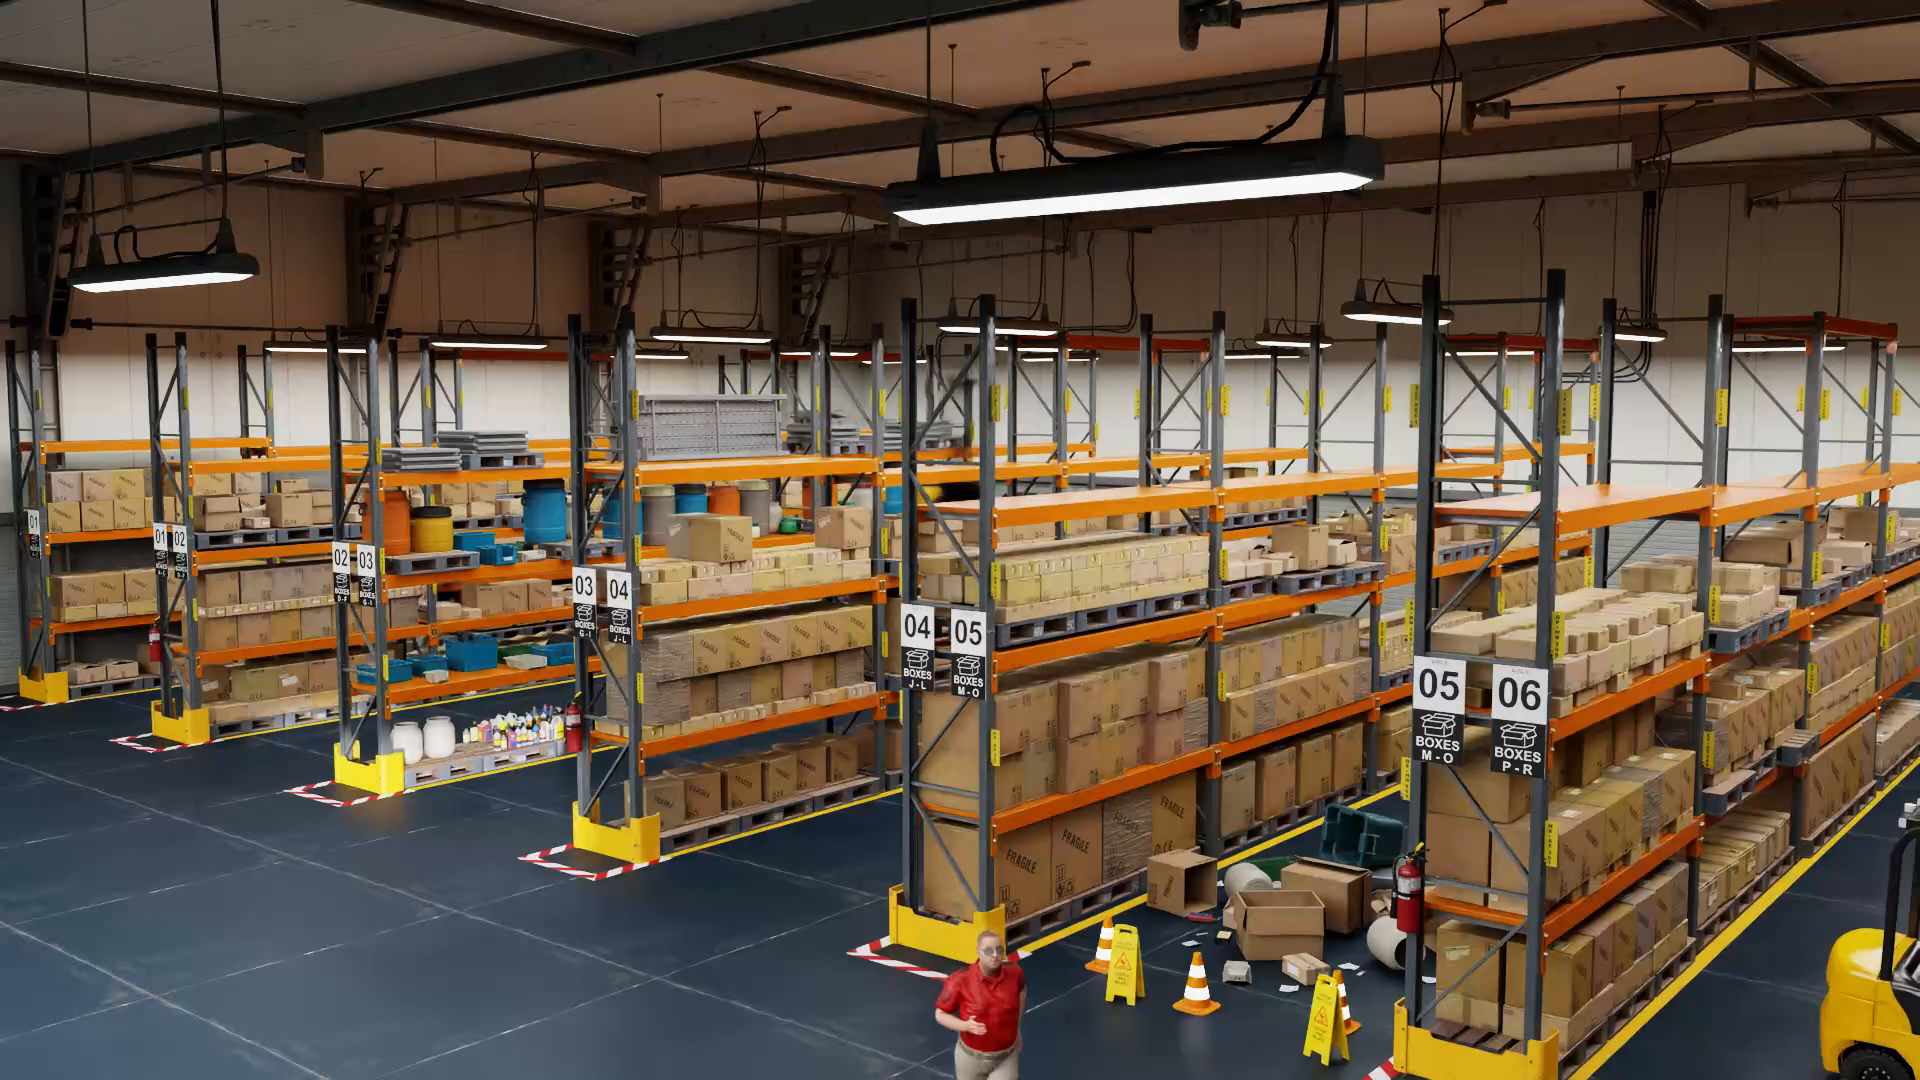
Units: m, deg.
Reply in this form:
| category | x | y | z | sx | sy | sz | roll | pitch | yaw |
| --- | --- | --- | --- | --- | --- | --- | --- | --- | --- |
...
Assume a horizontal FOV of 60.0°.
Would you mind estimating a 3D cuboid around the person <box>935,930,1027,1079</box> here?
| category | x | y | z | sx | sy | sz | roll | pitch | yaw |
| --- | --- | --- | --- | --- | --- | --- | --- | --- | --- |
| person | 0.148 | 3.369 | 10.652 | 0.627 | 1.806 | 0.803 | -1 | 5 | -6 |

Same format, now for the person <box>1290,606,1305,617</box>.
| category | x | y | z | sx | sy | sz | roll | pitch | yaw |
| --- | --- | --- | --- | --- | --- | --- | --- | --- | --- |
| person | 5.675 | 1.804 | 27.666 | 0.641 | 1.753 | 0.589 | 4 | 7 | 38 |

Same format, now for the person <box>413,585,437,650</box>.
| category | x | y | z | sx | sy | sz | roll | pitch | yaw |
| --- | --- | --- | --- | --- | --- | --- | --- | --- | --- |
| person | -9.818 | 1.598 | 30.614 | 0.573 | 1.628 | 0.758 | 3 | 6 | 26 |
